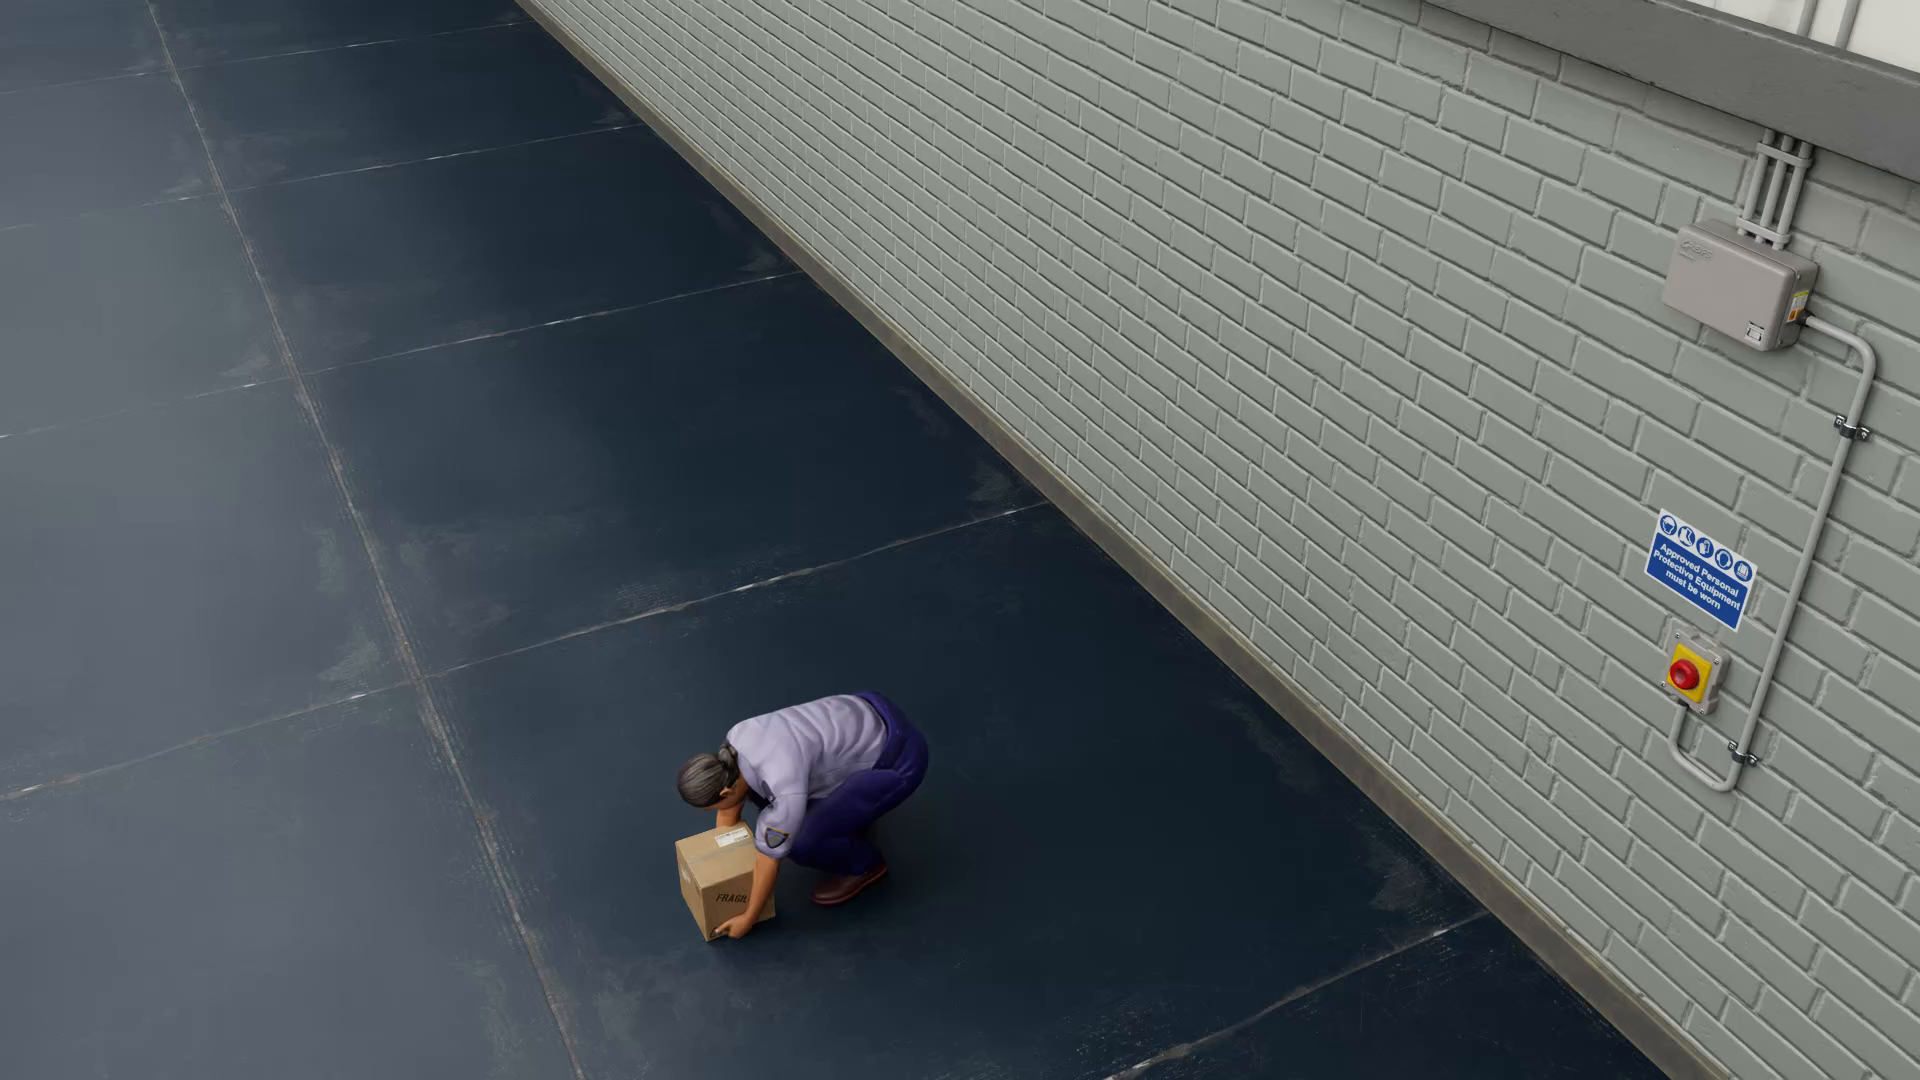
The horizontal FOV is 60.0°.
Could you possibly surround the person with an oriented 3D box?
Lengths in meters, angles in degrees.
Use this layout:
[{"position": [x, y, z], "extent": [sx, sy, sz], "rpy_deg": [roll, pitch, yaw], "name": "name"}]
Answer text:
[{"position": [-0.535, 0.885, 5.670], "extent": [0.883, 0.729, 0.495], "rpy_deg": [-17, 37, -24], "name": "person"}]
